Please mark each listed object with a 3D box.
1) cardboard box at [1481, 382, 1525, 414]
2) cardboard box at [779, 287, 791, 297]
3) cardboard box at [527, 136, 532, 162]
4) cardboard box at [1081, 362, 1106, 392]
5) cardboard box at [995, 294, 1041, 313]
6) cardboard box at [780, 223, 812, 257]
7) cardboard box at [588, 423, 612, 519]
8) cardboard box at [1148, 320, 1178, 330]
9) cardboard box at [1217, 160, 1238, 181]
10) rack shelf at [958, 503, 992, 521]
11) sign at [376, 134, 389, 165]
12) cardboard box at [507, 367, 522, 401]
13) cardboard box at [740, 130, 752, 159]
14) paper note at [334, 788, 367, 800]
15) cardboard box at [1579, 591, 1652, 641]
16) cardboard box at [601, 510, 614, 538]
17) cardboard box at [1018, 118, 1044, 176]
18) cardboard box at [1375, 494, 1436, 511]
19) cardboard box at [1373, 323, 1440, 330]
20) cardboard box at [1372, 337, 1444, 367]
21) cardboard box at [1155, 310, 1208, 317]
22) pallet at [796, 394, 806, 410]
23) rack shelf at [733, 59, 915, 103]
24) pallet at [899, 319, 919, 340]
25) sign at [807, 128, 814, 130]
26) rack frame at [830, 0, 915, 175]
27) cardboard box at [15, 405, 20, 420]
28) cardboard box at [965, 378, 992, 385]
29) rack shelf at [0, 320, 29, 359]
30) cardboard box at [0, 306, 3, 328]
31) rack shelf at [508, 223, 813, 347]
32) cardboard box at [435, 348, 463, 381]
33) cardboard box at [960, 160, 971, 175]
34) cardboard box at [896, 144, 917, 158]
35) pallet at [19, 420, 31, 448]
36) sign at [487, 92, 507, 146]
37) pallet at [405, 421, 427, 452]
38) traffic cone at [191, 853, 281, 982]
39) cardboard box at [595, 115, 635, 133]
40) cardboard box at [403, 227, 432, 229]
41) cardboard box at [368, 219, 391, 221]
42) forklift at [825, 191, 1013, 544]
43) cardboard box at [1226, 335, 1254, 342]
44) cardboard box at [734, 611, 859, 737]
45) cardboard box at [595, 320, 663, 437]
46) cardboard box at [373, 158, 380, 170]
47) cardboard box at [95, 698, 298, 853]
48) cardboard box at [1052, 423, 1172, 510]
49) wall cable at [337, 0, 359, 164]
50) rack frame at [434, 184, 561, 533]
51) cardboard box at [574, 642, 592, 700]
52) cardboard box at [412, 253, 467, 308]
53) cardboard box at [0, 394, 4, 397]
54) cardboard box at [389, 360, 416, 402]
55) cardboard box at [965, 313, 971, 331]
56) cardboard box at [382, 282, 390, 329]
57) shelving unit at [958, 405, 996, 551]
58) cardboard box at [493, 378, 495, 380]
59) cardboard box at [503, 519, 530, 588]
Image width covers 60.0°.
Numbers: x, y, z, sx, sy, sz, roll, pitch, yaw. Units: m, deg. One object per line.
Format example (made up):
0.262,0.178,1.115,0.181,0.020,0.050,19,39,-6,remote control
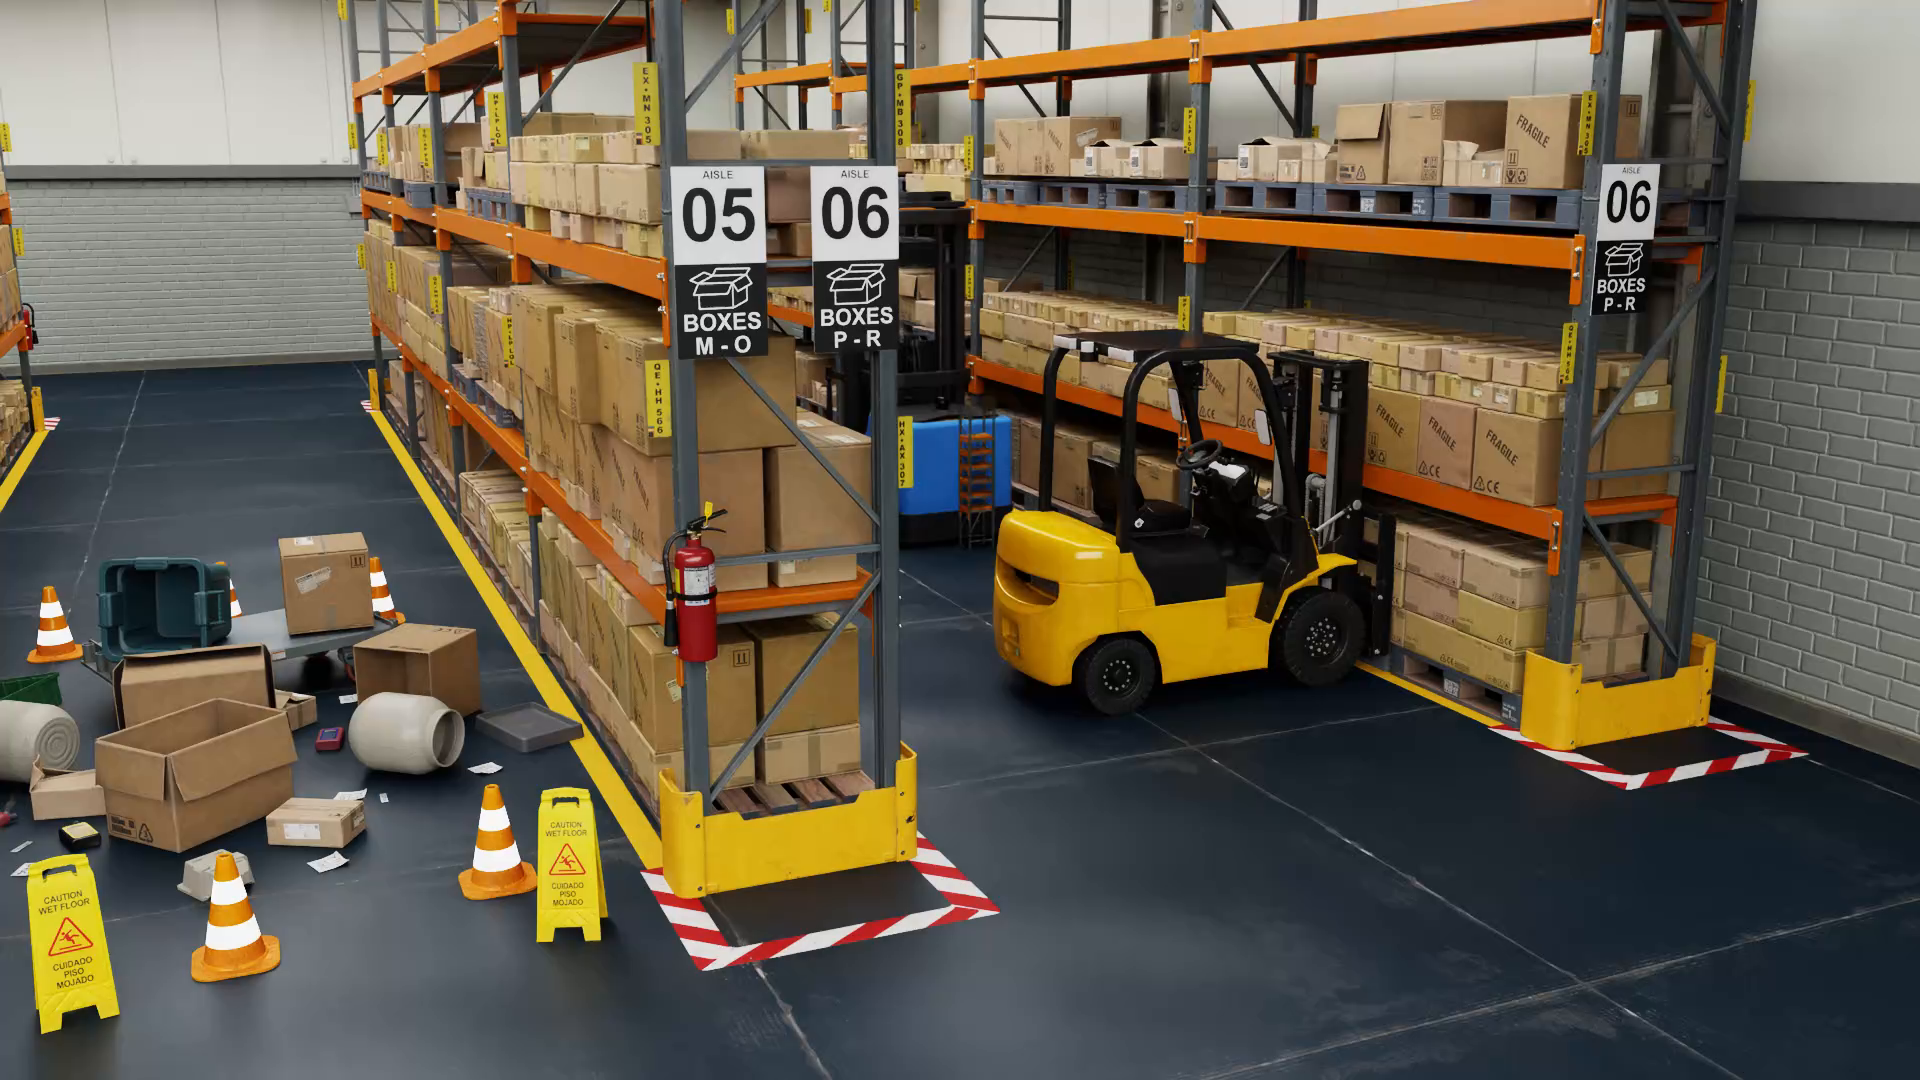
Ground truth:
3.264,-0.835,9.665,0.380,0.149,0.250,-5,14,-22,cardboard box
-2.052,-3.321,21.740,0.500,0.250,0.500,-6,14,-24,cardboard box
-2.304,-2.278,9.695,0.380,0.149,0.250,-6,14,-25,cardboard box
1.368,-1.416,14.170,0.500,0.250,0.500,-6,14,-23,cardboard box
0.551,-2.244,15.753,0.380,0.149,0.250,-5,14,-22,cardboard box
-0.592,-1.362,7.506,0.380,0.149,0.250,-6,14,-23,cardboard box
-1.620,-0.413,8.622,0.500,0.500,0.500,-6,14,-23,cardboard box
1.727,-1.667,13.261,0.380,0.149,0.250,-6,14,-24,cardboard box
2.089,-2.672,12.016,0.380,0.149,0.250,-5,14,-22,cardboard box
0.142,-0.242,14.017,0.258,0.103,0.180,-6,14,-25,rack shelf
-6.072,-4.105,17.481,0.100,0.325,0.005,-6,14,-23,sign
-2.755,-1.224,11.194,0.500,0.500,0.500,-6,14,-24,cardboard box
-0.828,-1.795,7.609,0.380,0.149,0.250,-6,14,-23,cardboard box
-3.162,1.323,8.613,0.148,0.019,0.142,-1,13,-4,paper note
3.792,0.402,10.040,0.500,0.250,0.500,-5,14,-22,cardboard box
-1.679,-0.118,8.786,0.380,0.149,0.250,-6,14,-24,cardboard box
0.946,-3.523,14.913,0.700,0.500,0.500,-6,14,-24,cardboard box
3.178,-0.156,11.341,0.500,0.250,0.500,-6,14,-24,cardboard box
3.075,-1.404,11.463,0.380,0.149,0.250,-6,14,-24,cardboard box
2.850,-1.193,10.553,0.380,0.149,0.250,-5,14,-22,cardboard box
1.887,-1.874,14.152,0.380,0.149,0.250,-6,14,-23,cardboard box
-1.784,-1.889,22.064,1.003,0.211,1.213,-6,14,-23,pallet
-1.818,-5.837,21.236,1.077,0.370,4.000,-6,14,-23,rack shelf
-0.198,-2.335,18.230,1.003,0.211,1.213,-6,14,-23,pallet
-2.103,-5.618,23.376,0.100,0.325,0.005,-6,14,-23,sign
-1.017,-5.776,19.369,1.000,3.000,0.127,-6,14,-23,rack frame
-10.759,-1.427,18.614,0.380,0.149,0.250,-5,14,-22,cardboard box
0.234,-1.681,18.154,0.380,0.149,0.250,-6,14,-24,cardboard box
-10.860,-1.999,17.949,1.077,0.370,4.000,-6,14,-23,rack shelf
-10.400,-2.464,17.481,0.500,0.500,0.500,-6,14,-24,cardboard box
-1.558,-1.449,8.921,1.077,0.370,4.000,-6,14,-23,rack shelf
-4.402,-1.586,14.901,0.500,0.250,0.500,-6,14,-25,cardboard box
0.222,-3.661,16.331,0.380,0.149,0.250,-5,14,-22,cardboard box
-0.629,-4.176,17.854,0.380,0.149,0.250,-6,14,-23,cardboard box
-11.338,-1.217,19.161,1.003,0.211,1.213,-6,14,-23,pallet
-2.866,-2.606,10.303,0.100,0.325,0.005,-6,14,-23,sign
-5.797,-1.210,19.128,1.003,0.211,1.213,-6,14,-23,pallet
-2.992,1.509,6.822,0.336,0.463,0.334,-6,14,-23,traffic cone
-2.435,-2.847,11.657,0.500,0.250,0.500,-6,14,-24,cardboard box
-6.076,-3.407,18.562,0.380,0.149,0.250,-6,14,-23,cardboard box
-7.278,-3.984,21.053,0.380,0.149,0.250,-5,14,-22,cardboard box
-0.636,-1.682,15.138,1.130,2.935,3.031,-6,14,-25,forklift
2.179,-1.422,12.202,0.380,0.149,0.250,-5,14,-22,cardboard box
-0.837,0.648,8.420,0.500,0.500,0.500,-6,14,-25,cardboard box
-1.357,-0.797,8.061,0.700,0.500,0.500,-5,14,-22,cardboard box
-6.941,-4.577,20.246,0.380,0.149,0.250,-5,14,-21,cardboard box
-3.780,1.157,8.254,0.637,0.503,0.797,6,14,26,cardboard box
1.361,-0.671,14.952,0.875,0.625,0.625,-6,14,-25,cardboard box
-9.703,-7.303,25.967,0.463,3.000,0.029,-6,14,-23,wall cable
-3.962,-1.578,14.534,1.000,3.000,0.127,-6,14,-23,rack frame
-1.931,0.749,9.649,0.500,0.250,0.500,-6,14,-24,cardboard box
-5.010,-2.510,16.125,0.500,0.500,0.500,-6,14,-24,cardboard box
-10.740,-1.508,18.306,0.380,0.149,0.250,-6,14,-25,cardboard box
-6.810,-2.059,21.367,0.875,0.438,0.875,-6,14,-25,cardboard box
-0.030,-2.210,16.892,0.380,0.149,0.250,-5,14,-22,cardboard box
-6.410,-2.734,19.308,0.500,0.500,0.500,-6,14,-24,cardboard box
0.142,-0.519,13.953,0.258,1.200,0.189,-6,14,-25,shelving unit
-3.214,-1.127,12.212,0.380,0.149,0.250,-6,14,-23,cardboard box
-2.863,0.068,12.320,0.950,0.372,0.625,-5,14,-19,cardboard box
